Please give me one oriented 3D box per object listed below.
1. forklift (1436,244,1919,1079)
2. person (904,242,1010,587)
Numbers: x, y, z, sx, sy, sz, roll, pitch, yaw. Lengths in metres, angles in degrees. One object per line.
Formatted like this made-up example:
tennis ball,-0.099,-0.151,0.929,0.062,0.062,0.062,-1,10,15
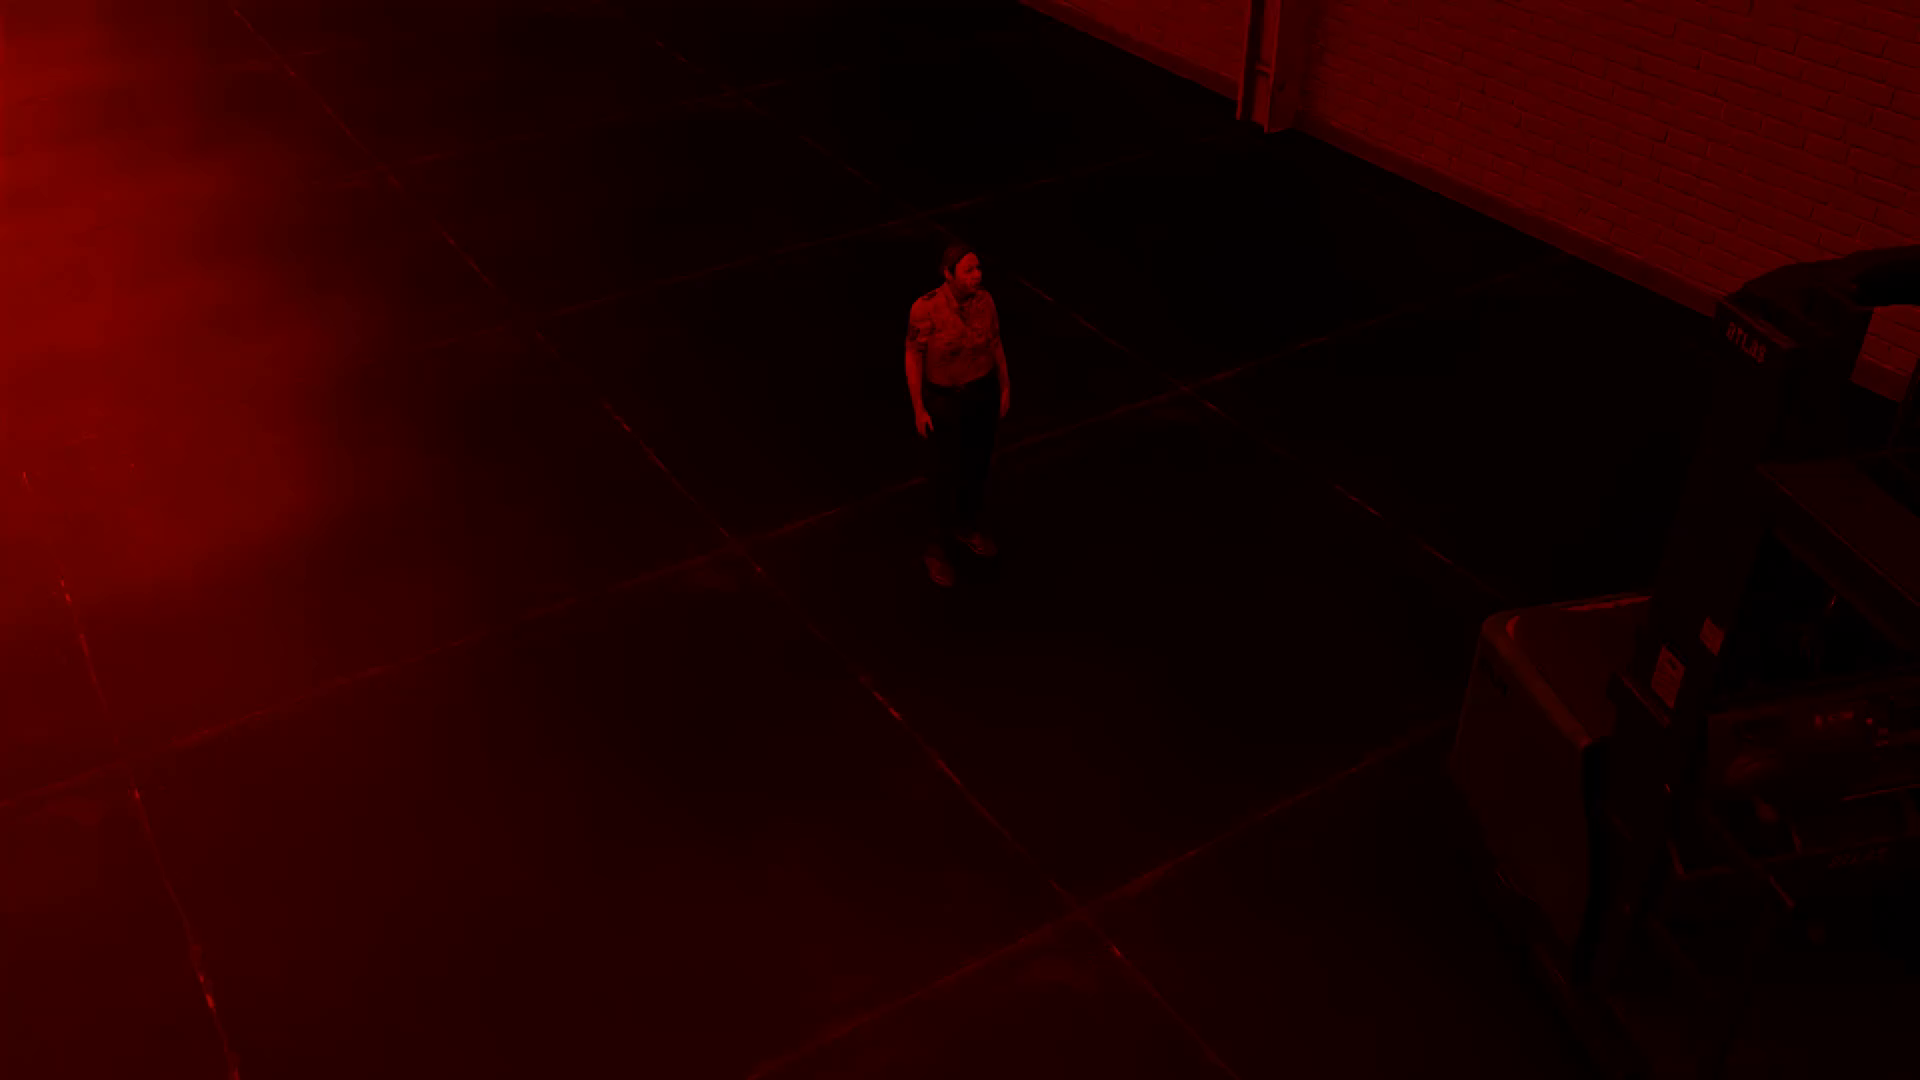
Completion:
forklift,2.829,0.725,5.116,1.130,2.935,3.031,-8,36,-11
person,0.030,-0.630,8.148,0.599,1.650,0.502,-21,40,-27
